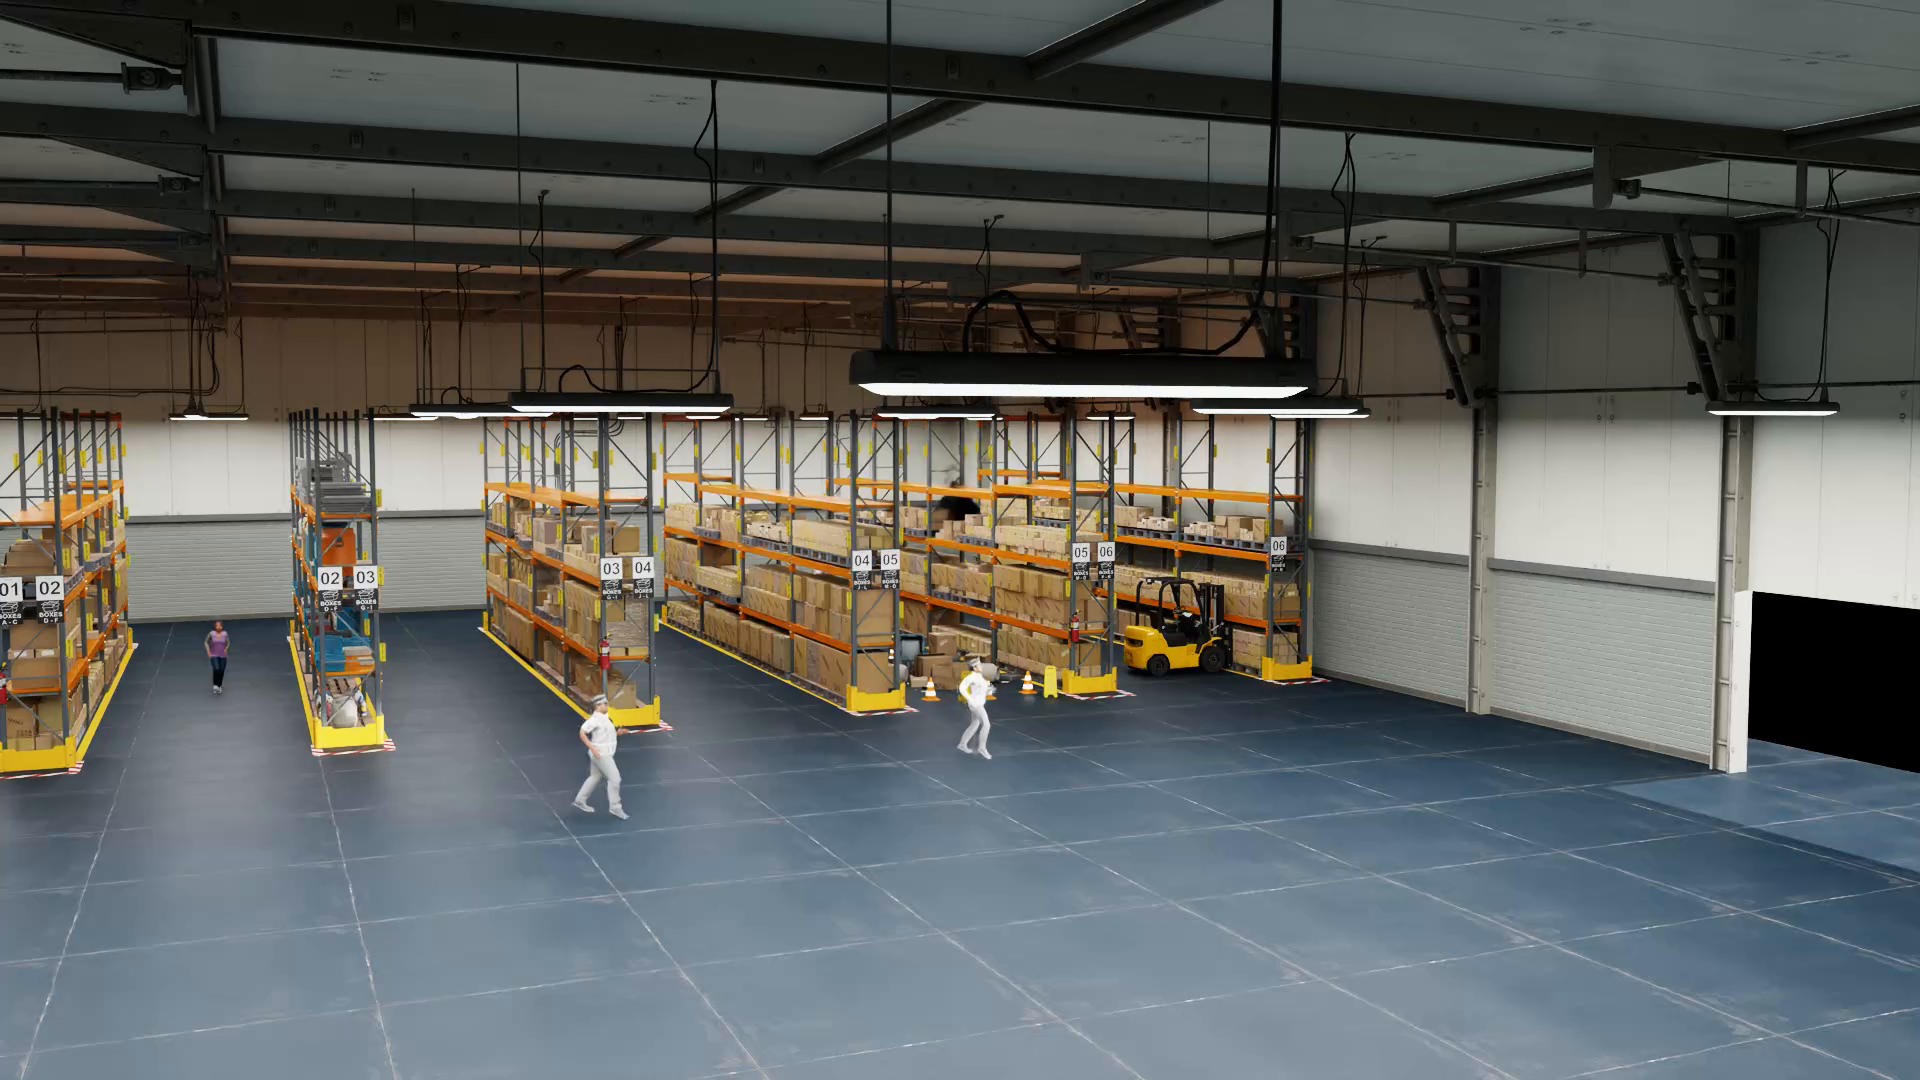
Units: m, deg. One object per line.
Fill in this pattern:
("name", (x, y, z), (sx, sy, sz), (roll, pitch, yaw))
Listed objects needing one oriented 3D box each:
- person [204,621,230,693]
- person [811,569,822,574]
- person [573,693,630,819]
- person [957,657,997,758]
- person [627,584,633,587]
("person", (-15.693, 2.470, 35.183), (0.460, 1.545, 0.715), (-3, 5, -36))
("person", (-4.452, 1.349, 51.167), (0.517, 1.586, 0.698), (0, 4, -6))
("person", (-5.220, 3.141, 24.142), (0.837, 1.839, 0.640), (-1, 4, -7))
("person", (0.283, 2.877, 28.574), (0.699, 1.748, 0.593), (1, 4, 12))
("person", (-9.622, 1.559, 47.324), (0.761, 1.701, 0.606), (1, 4, 7))
